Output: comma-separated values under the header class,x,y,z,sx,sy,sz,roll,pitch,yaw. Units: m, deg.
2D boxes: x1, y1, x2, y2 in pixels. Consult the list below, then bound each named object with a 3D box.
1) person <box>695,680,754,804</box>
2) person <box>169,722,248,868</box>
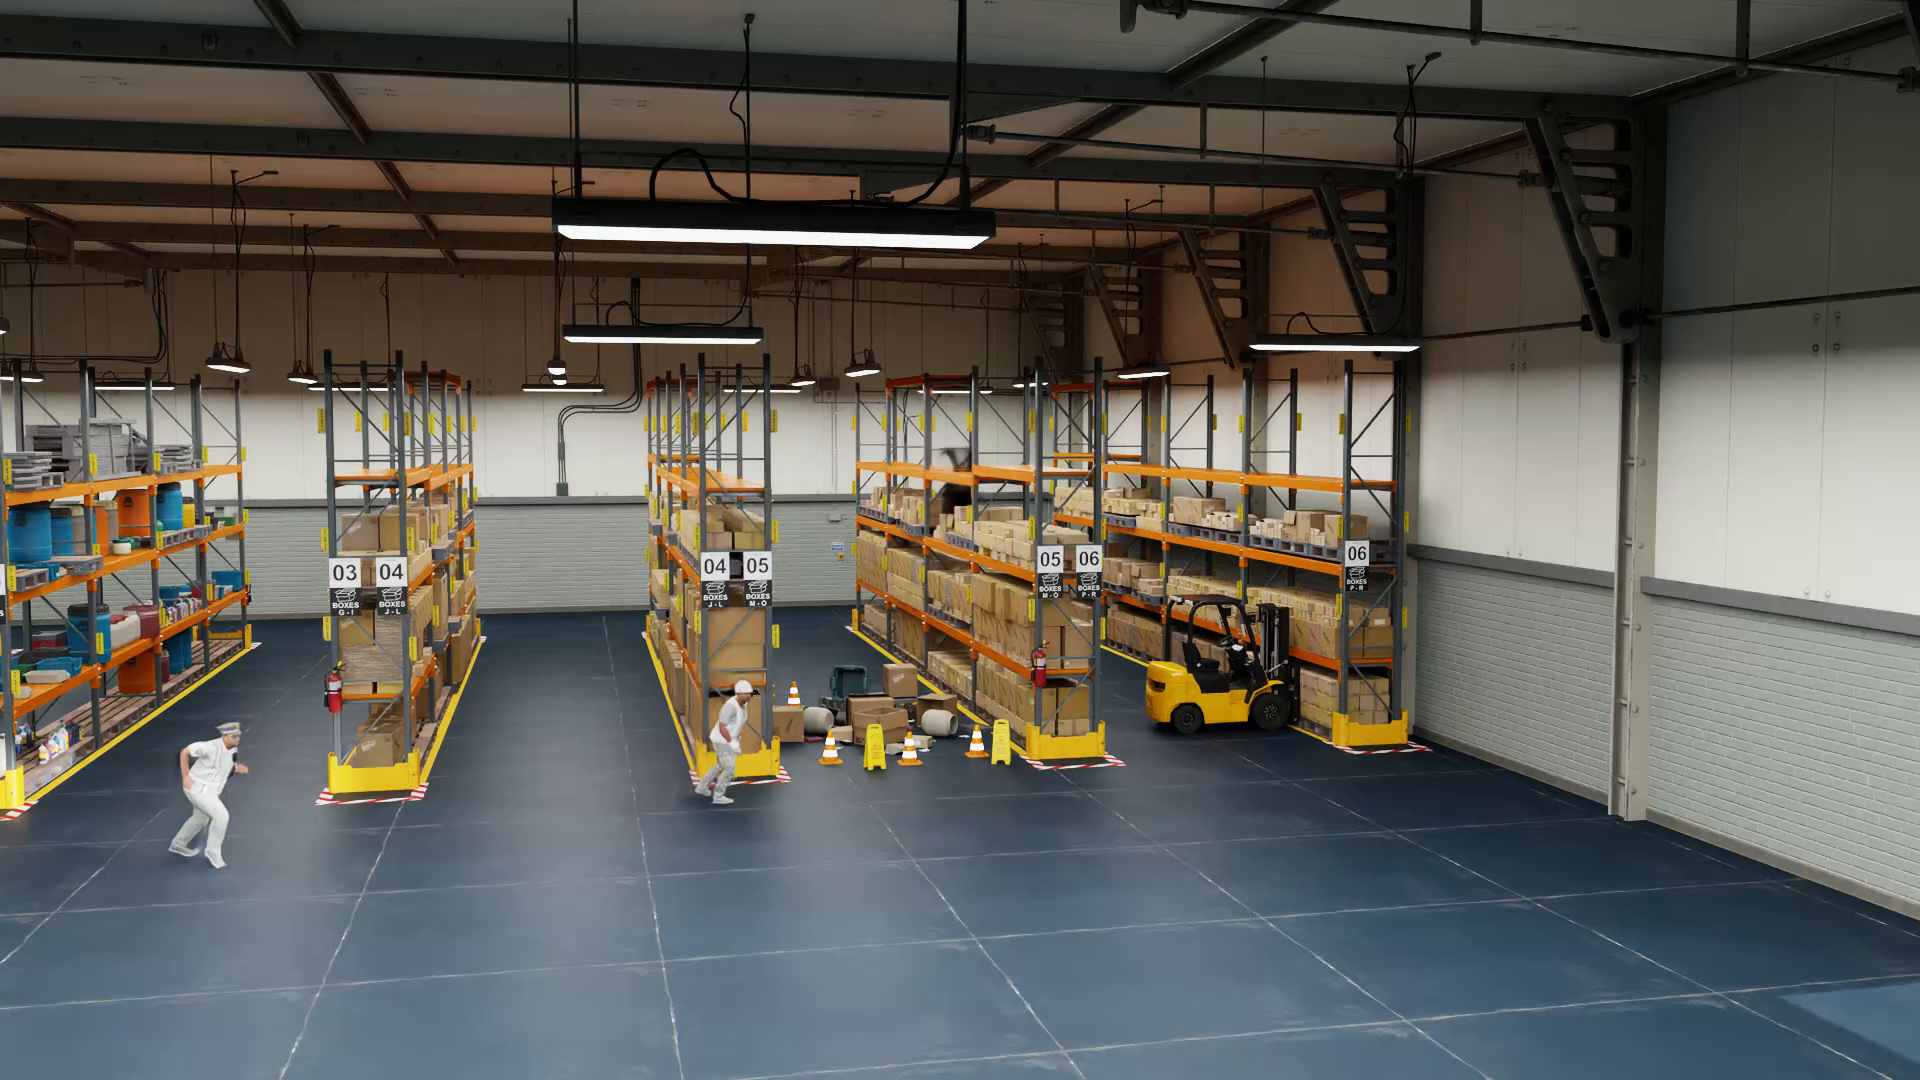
class,x,y,z,sx,sy,sz,roll,pitch,yaw
person,-3.108,2.649,21.910,0.890,1.656,0.714,0,4,6
person,-8.578,2.907,18.865,1.017,1.703,0.712,1,4,12
